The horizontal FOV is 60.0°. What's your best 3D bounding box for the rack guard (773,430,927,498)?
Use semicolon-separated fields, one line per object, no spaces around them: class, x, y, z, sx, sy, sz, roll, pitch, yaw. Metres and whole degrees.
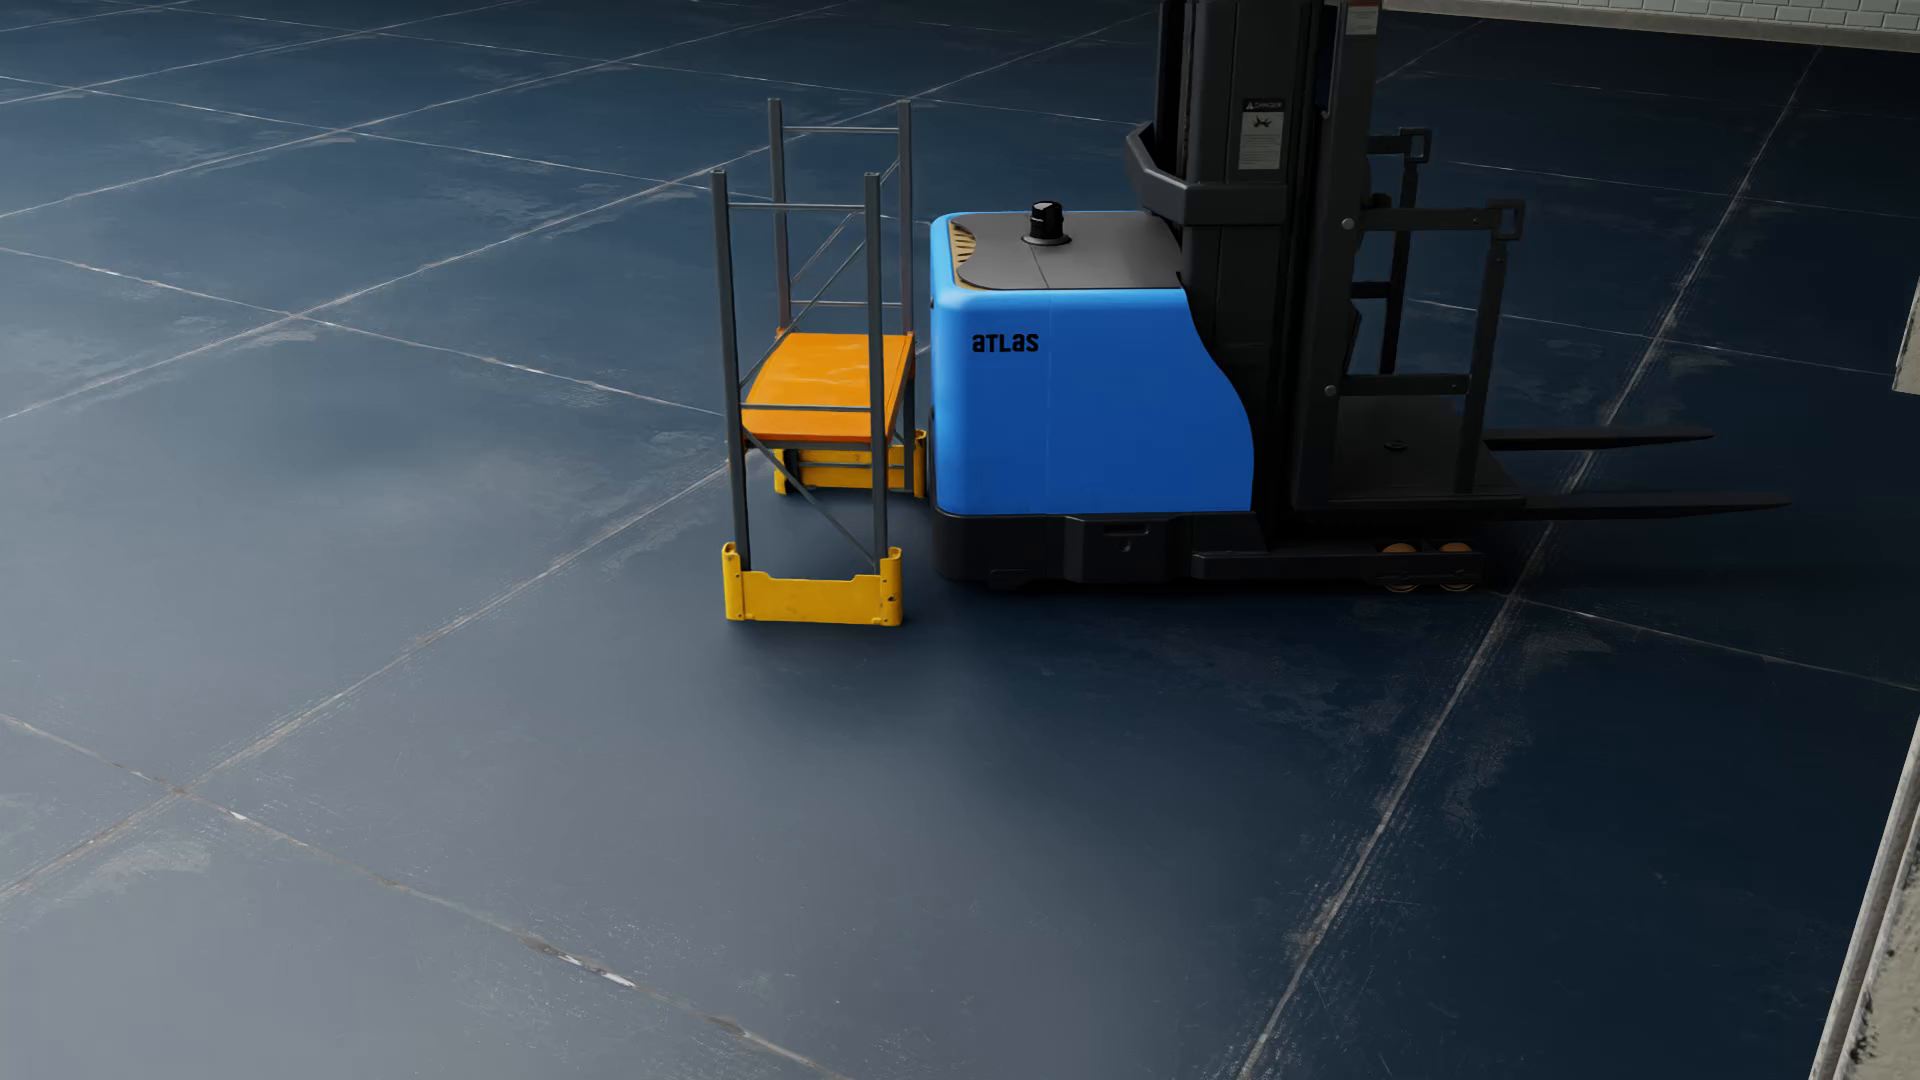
rack guard;-0.424;-0.299;6.408;0.587;0.250;0.087;2;27;3

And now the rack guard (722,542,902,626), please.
rack guard;-0.488;0.146;5.519;0.587;0.250;0.087;2;27;3

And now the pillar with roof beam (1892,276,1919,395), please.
pillar with roof beam;0.645;-5.684;7.393;9.100;9.000;0.400;14;30;26

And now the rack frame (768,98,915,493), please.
rack frame;-0.422;-0.866;6.146;0.500;1.500;0.032;2;27;3

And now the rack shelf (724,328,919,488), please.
rack shelf;-0.455;-0.479;5.773;0.538;0.185;1.000;2;27;3

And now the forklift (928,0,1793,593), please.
forklift;1.409;-1.366;5.545;3.031;2.935;1.130;-1;27;-2

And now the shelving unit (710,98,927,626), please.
shelving unit;-0.456;-0.635;5.684;0.587;1.500;1.083;2;27;3

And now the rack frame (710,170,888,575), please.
rack frame;-0.488;-0.412;5.238;0.500;1.500;0.032;2;27;3
